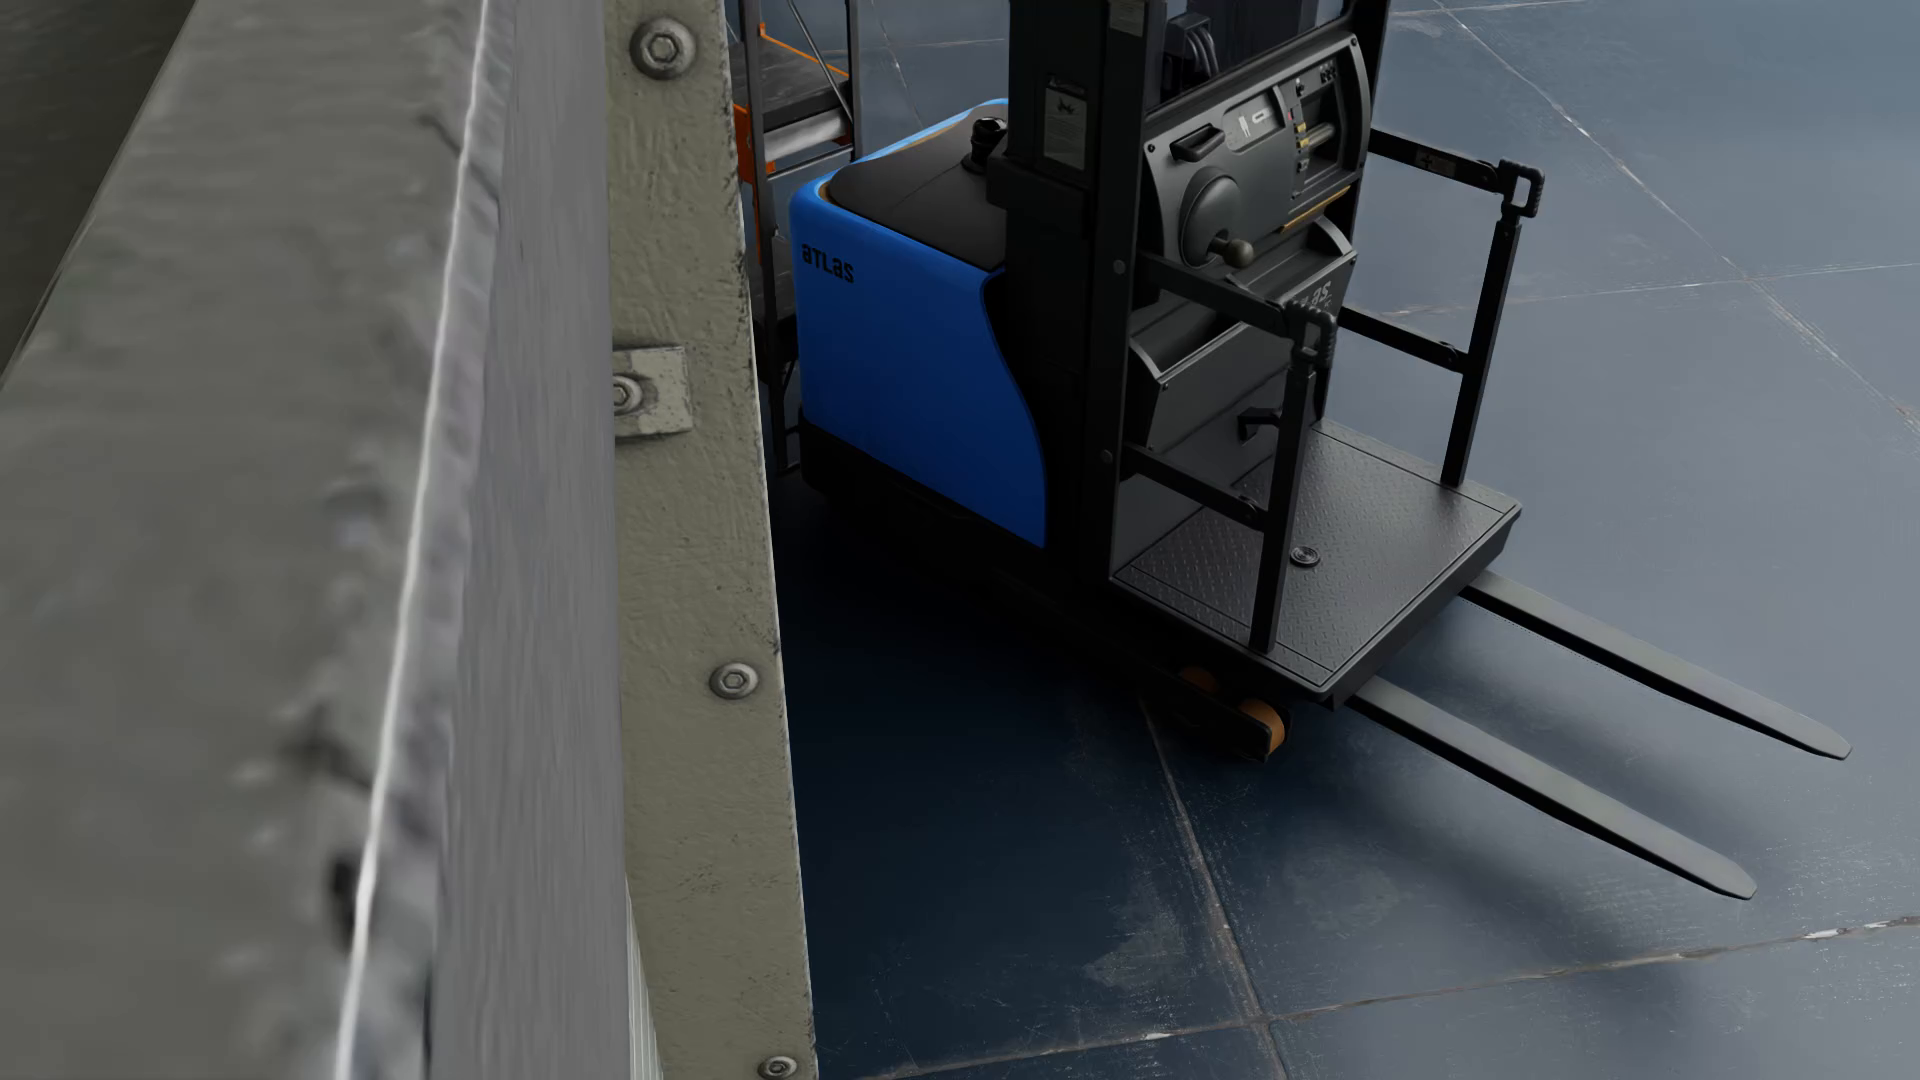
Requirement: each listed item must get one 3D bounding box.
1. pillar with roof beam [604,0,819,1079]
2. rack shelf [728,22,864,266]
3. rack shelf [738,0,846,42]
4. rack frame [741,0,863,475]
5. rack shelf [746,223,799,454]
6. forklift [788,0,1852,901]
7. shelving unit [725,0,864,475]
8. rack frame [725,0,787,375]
[{"bbox_3d":[3.768,-2.785,1.500,9.100,9.000,0.400,-6,38,-8],"label":"pillar with roof beam"},{"bbox_3d":[-0.613,-1.231,5.142,0.431,0.518,0.480,-29,47,-32],"label":"rack shelf"},{"bbox_3d":[-0.611,-1.782,4.710,0.431,0.518,0.480,-29,47,-32],"label":"rack shelf"},{"bbox_3d":[-0.450,-1.129,4.992,0.400,2.100,0.015,-29,47,-32],"label":"rack frame"},{"bbox_3d":[-0.616,-0.680,5.574,0.431,0.518,0.480,-29,47,-32],"label":"rack shelf"},{"bbox_3d":[0.915,-0.929,4.057,3.031,2.935,1.130,29,46,32],"label":"forklift"},{"bbox_3d":[-0.613,-1.242,5.134,0.431,2.100,0.503,-29,47,-32],"label":"shelving unit"},{"bbox_3d":[-0.777,-1.354,5.276,0.400,2.100,0.015,-29,47,-32],"label":"rack frame"}]
